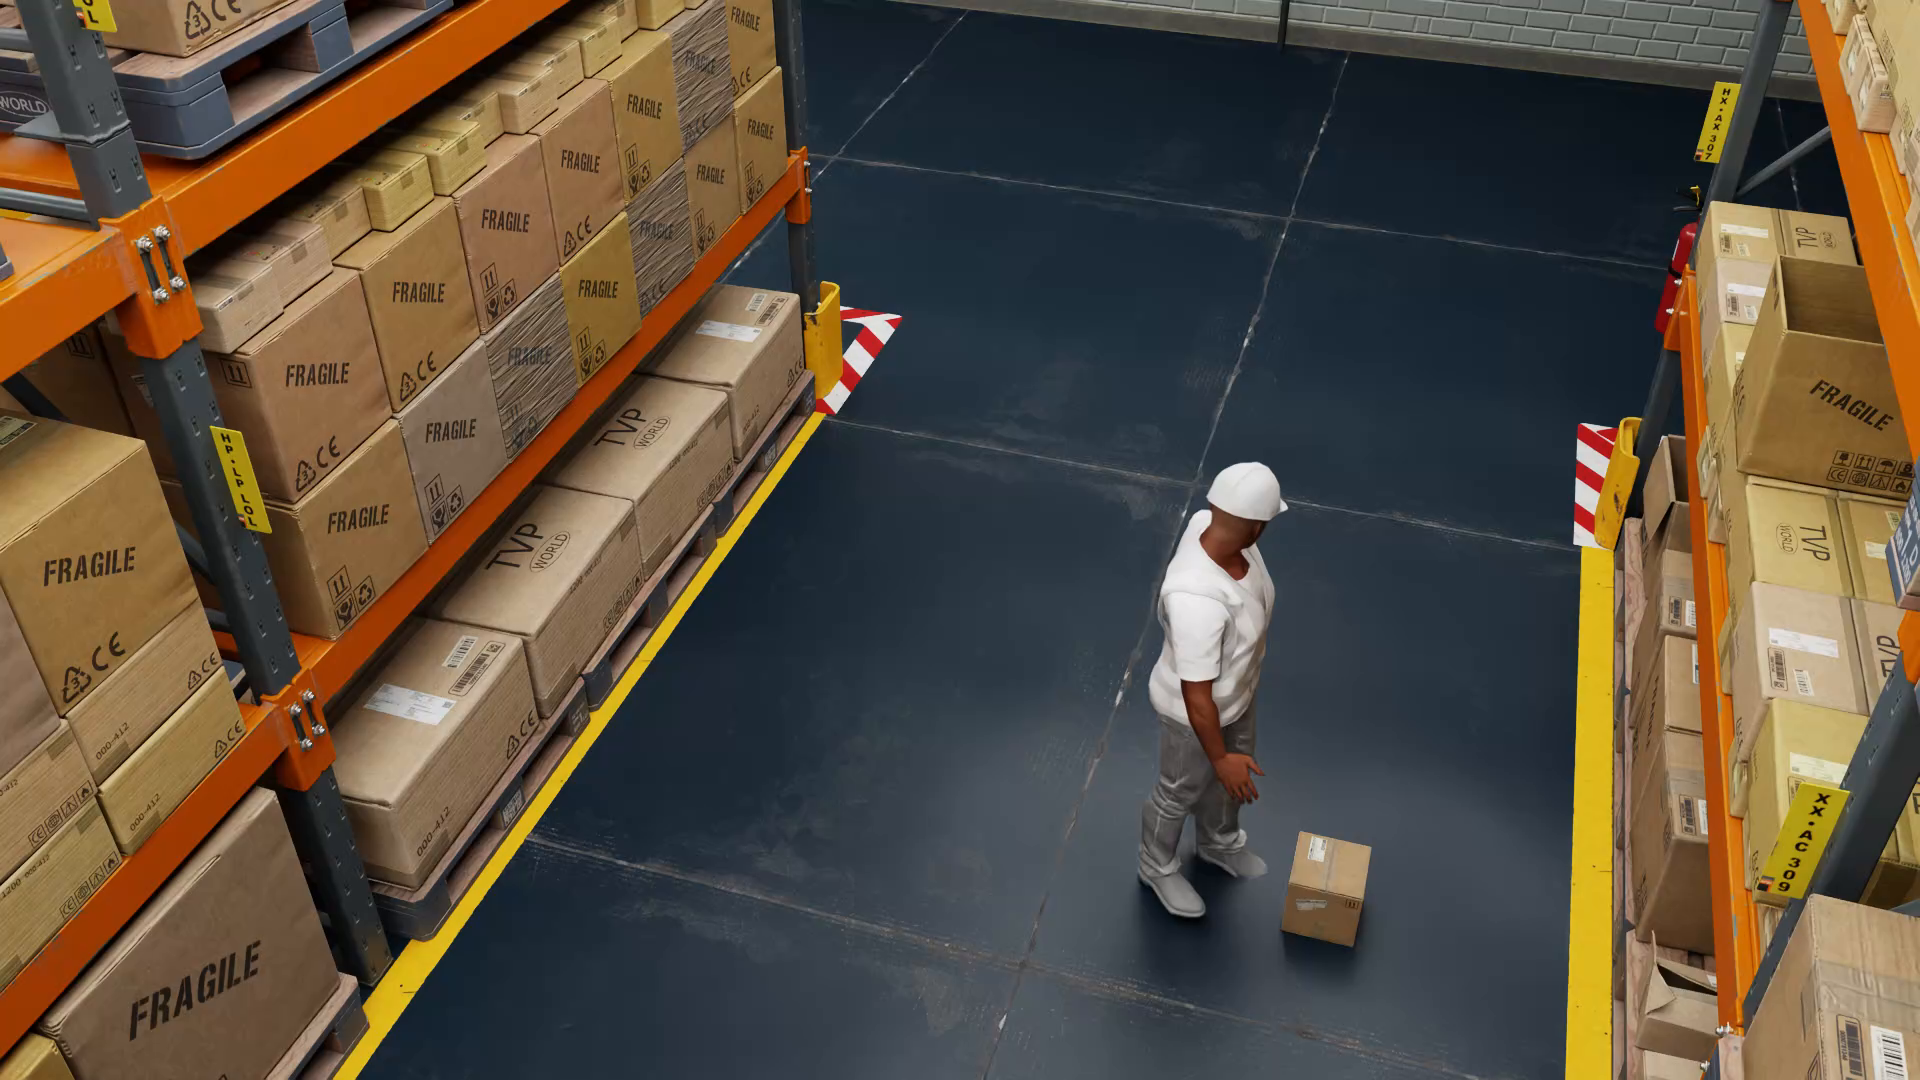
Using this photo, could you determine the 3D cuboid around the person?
[{"bbox_3d":[0.847,0.553,5.409,0.471,1.840,0.631,18,40,22],"label":"person"}]
